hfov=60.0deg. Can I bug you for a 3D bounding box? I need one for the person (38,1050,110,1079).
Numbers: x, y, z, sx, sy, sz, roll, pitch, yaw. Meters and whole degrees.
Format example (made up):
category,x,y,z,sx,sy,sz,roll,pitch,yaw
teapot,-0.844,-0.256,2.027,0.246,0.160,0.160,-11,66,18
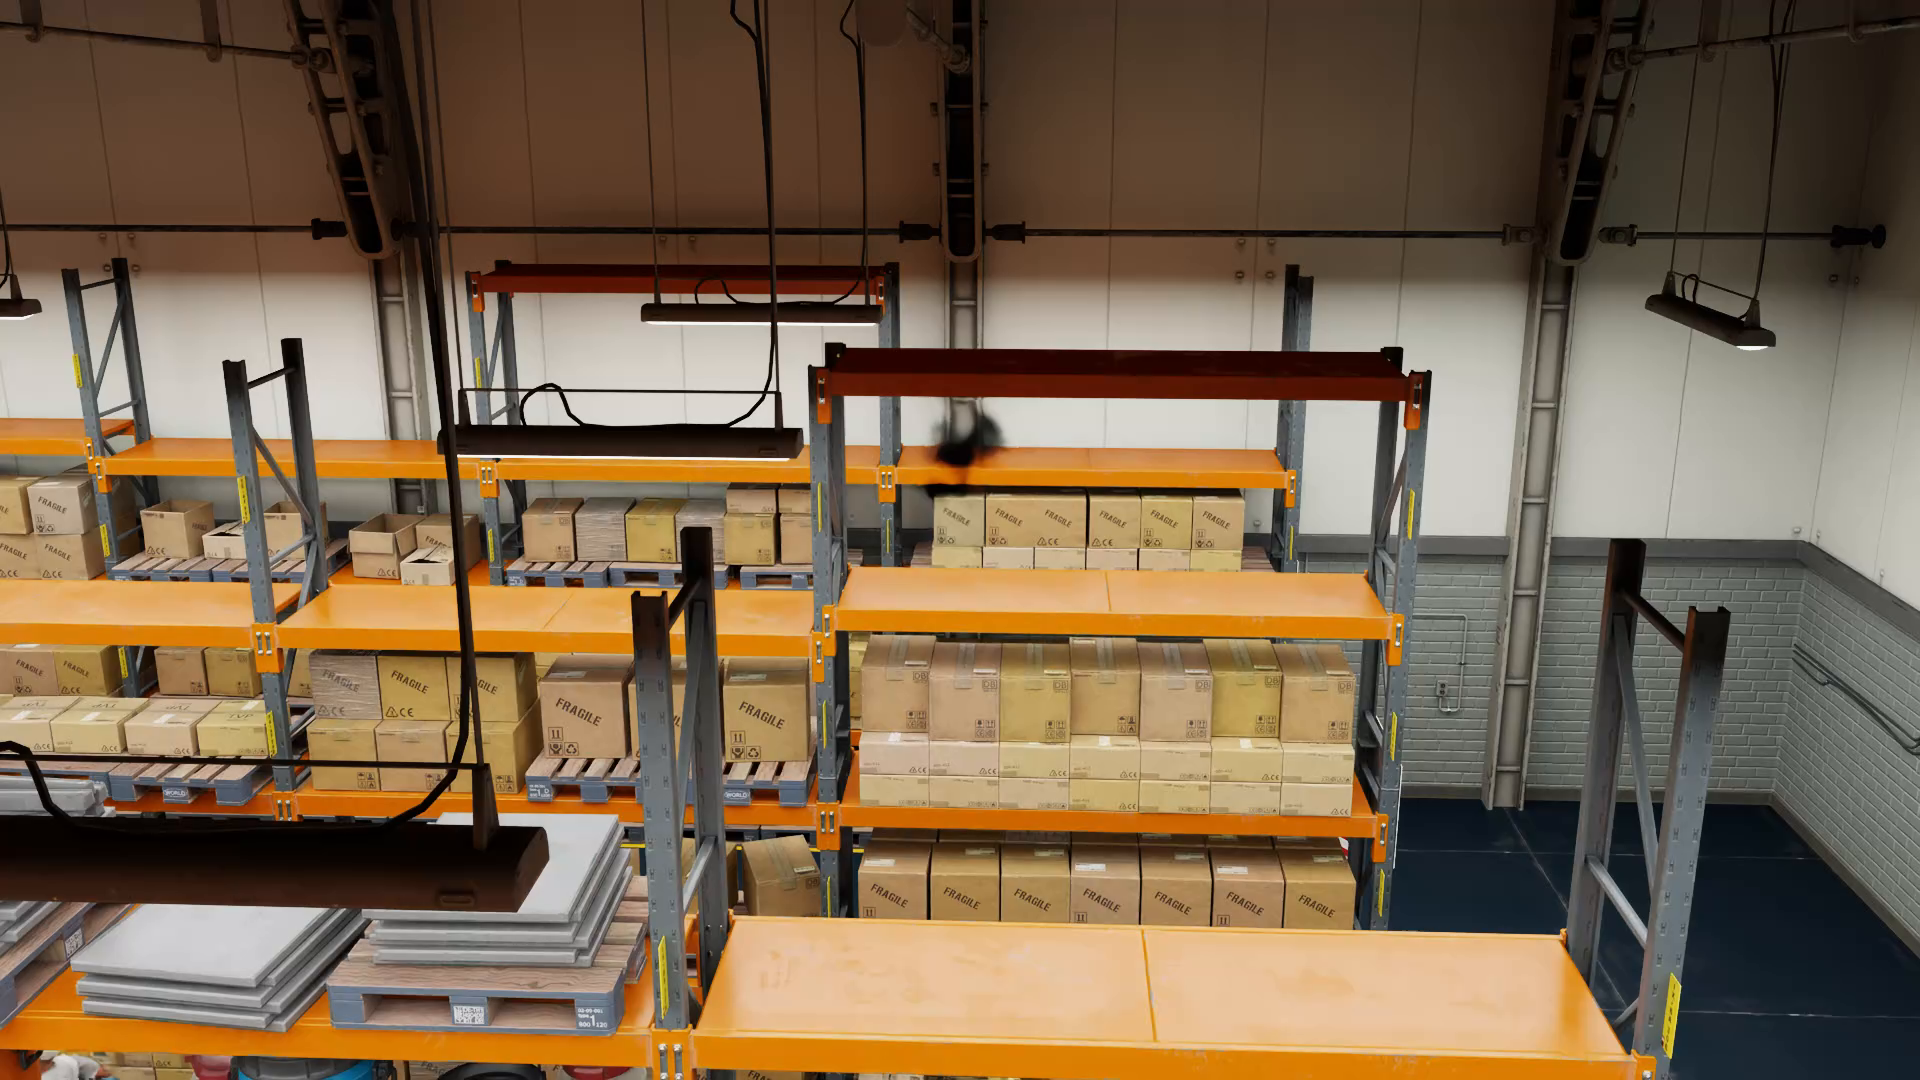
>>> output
category,x,y,z,sx,sy,sz,roll,pitch,yaw
person,-6.062,4.100,11.188,0.846,1.820,0.663,-1,16,-5
